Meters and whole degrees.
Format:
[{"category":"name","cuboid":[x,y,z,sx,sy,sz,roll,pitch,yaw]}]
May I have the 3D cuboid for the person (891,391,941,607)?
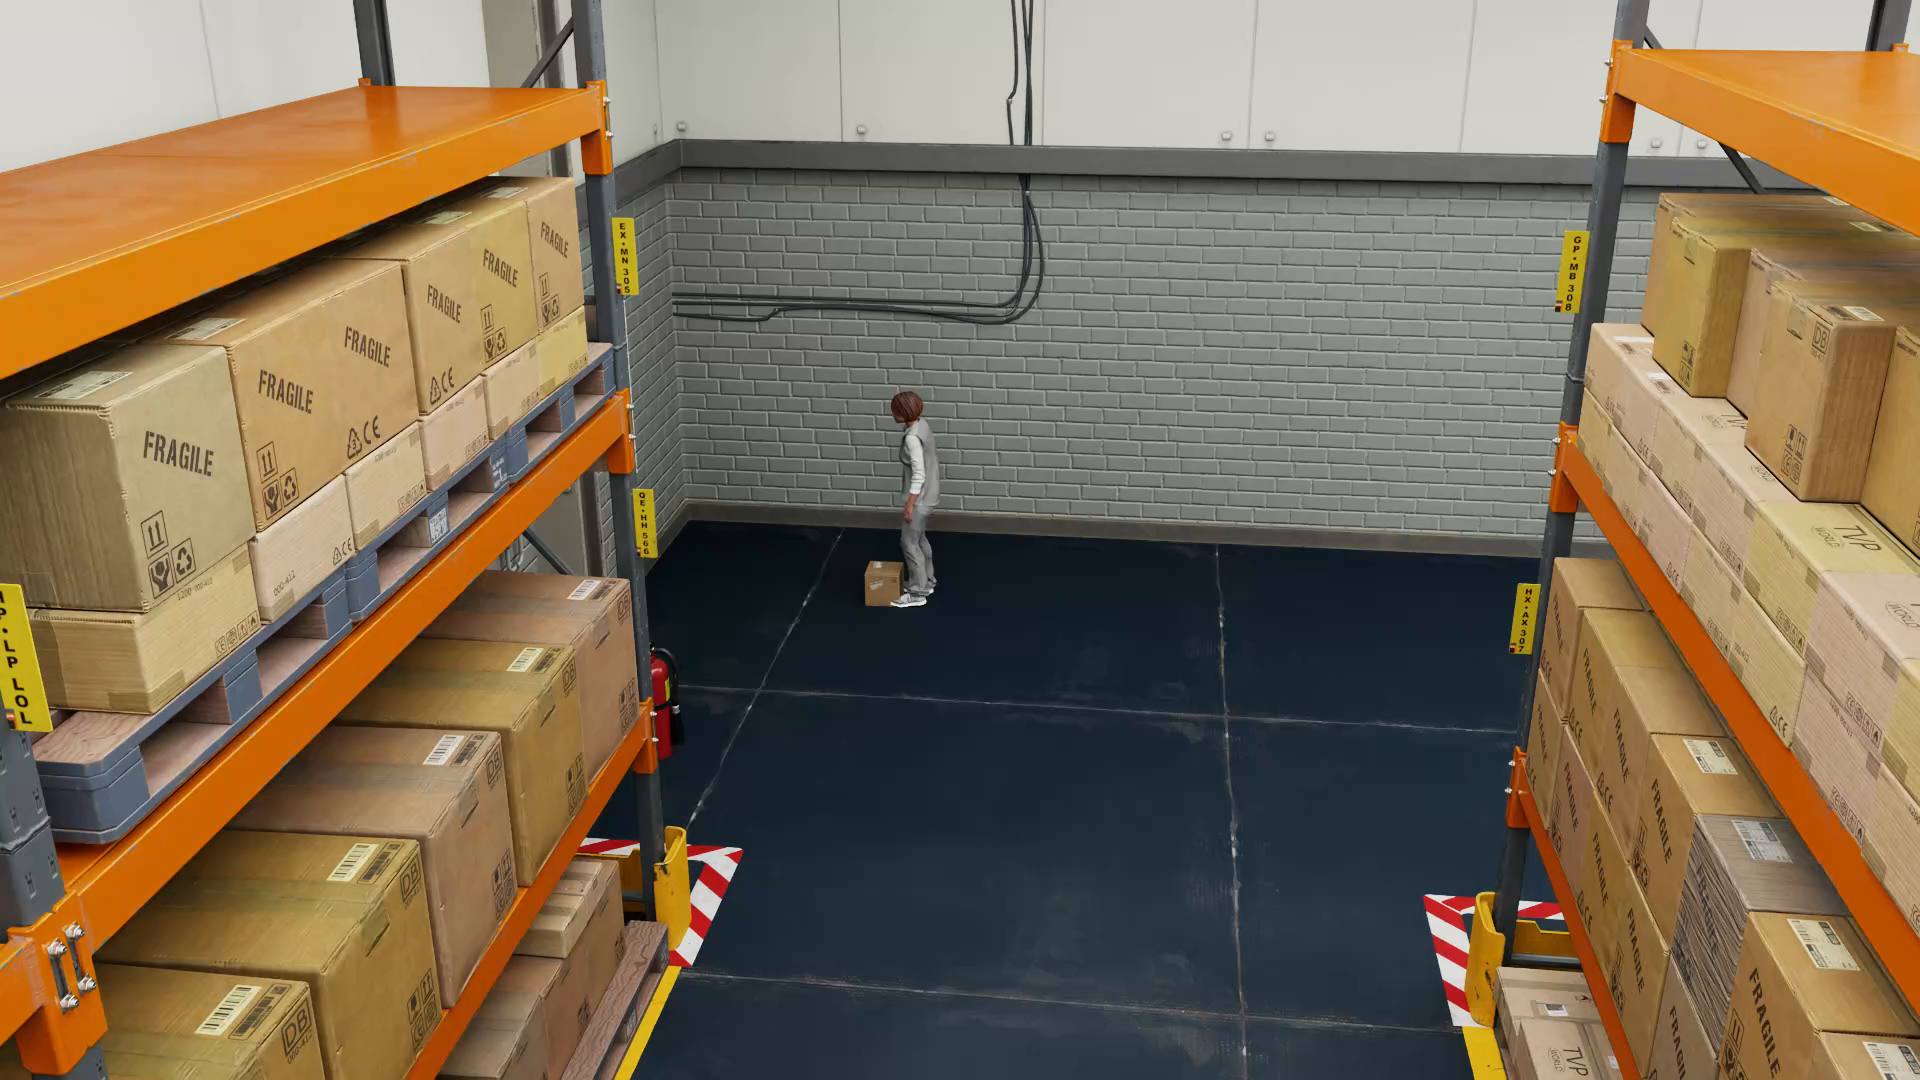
[{"category":"person","cuboid":[-0.324,-0.297,11.853,0.370,1.594,0.484,1,22,4]}]
